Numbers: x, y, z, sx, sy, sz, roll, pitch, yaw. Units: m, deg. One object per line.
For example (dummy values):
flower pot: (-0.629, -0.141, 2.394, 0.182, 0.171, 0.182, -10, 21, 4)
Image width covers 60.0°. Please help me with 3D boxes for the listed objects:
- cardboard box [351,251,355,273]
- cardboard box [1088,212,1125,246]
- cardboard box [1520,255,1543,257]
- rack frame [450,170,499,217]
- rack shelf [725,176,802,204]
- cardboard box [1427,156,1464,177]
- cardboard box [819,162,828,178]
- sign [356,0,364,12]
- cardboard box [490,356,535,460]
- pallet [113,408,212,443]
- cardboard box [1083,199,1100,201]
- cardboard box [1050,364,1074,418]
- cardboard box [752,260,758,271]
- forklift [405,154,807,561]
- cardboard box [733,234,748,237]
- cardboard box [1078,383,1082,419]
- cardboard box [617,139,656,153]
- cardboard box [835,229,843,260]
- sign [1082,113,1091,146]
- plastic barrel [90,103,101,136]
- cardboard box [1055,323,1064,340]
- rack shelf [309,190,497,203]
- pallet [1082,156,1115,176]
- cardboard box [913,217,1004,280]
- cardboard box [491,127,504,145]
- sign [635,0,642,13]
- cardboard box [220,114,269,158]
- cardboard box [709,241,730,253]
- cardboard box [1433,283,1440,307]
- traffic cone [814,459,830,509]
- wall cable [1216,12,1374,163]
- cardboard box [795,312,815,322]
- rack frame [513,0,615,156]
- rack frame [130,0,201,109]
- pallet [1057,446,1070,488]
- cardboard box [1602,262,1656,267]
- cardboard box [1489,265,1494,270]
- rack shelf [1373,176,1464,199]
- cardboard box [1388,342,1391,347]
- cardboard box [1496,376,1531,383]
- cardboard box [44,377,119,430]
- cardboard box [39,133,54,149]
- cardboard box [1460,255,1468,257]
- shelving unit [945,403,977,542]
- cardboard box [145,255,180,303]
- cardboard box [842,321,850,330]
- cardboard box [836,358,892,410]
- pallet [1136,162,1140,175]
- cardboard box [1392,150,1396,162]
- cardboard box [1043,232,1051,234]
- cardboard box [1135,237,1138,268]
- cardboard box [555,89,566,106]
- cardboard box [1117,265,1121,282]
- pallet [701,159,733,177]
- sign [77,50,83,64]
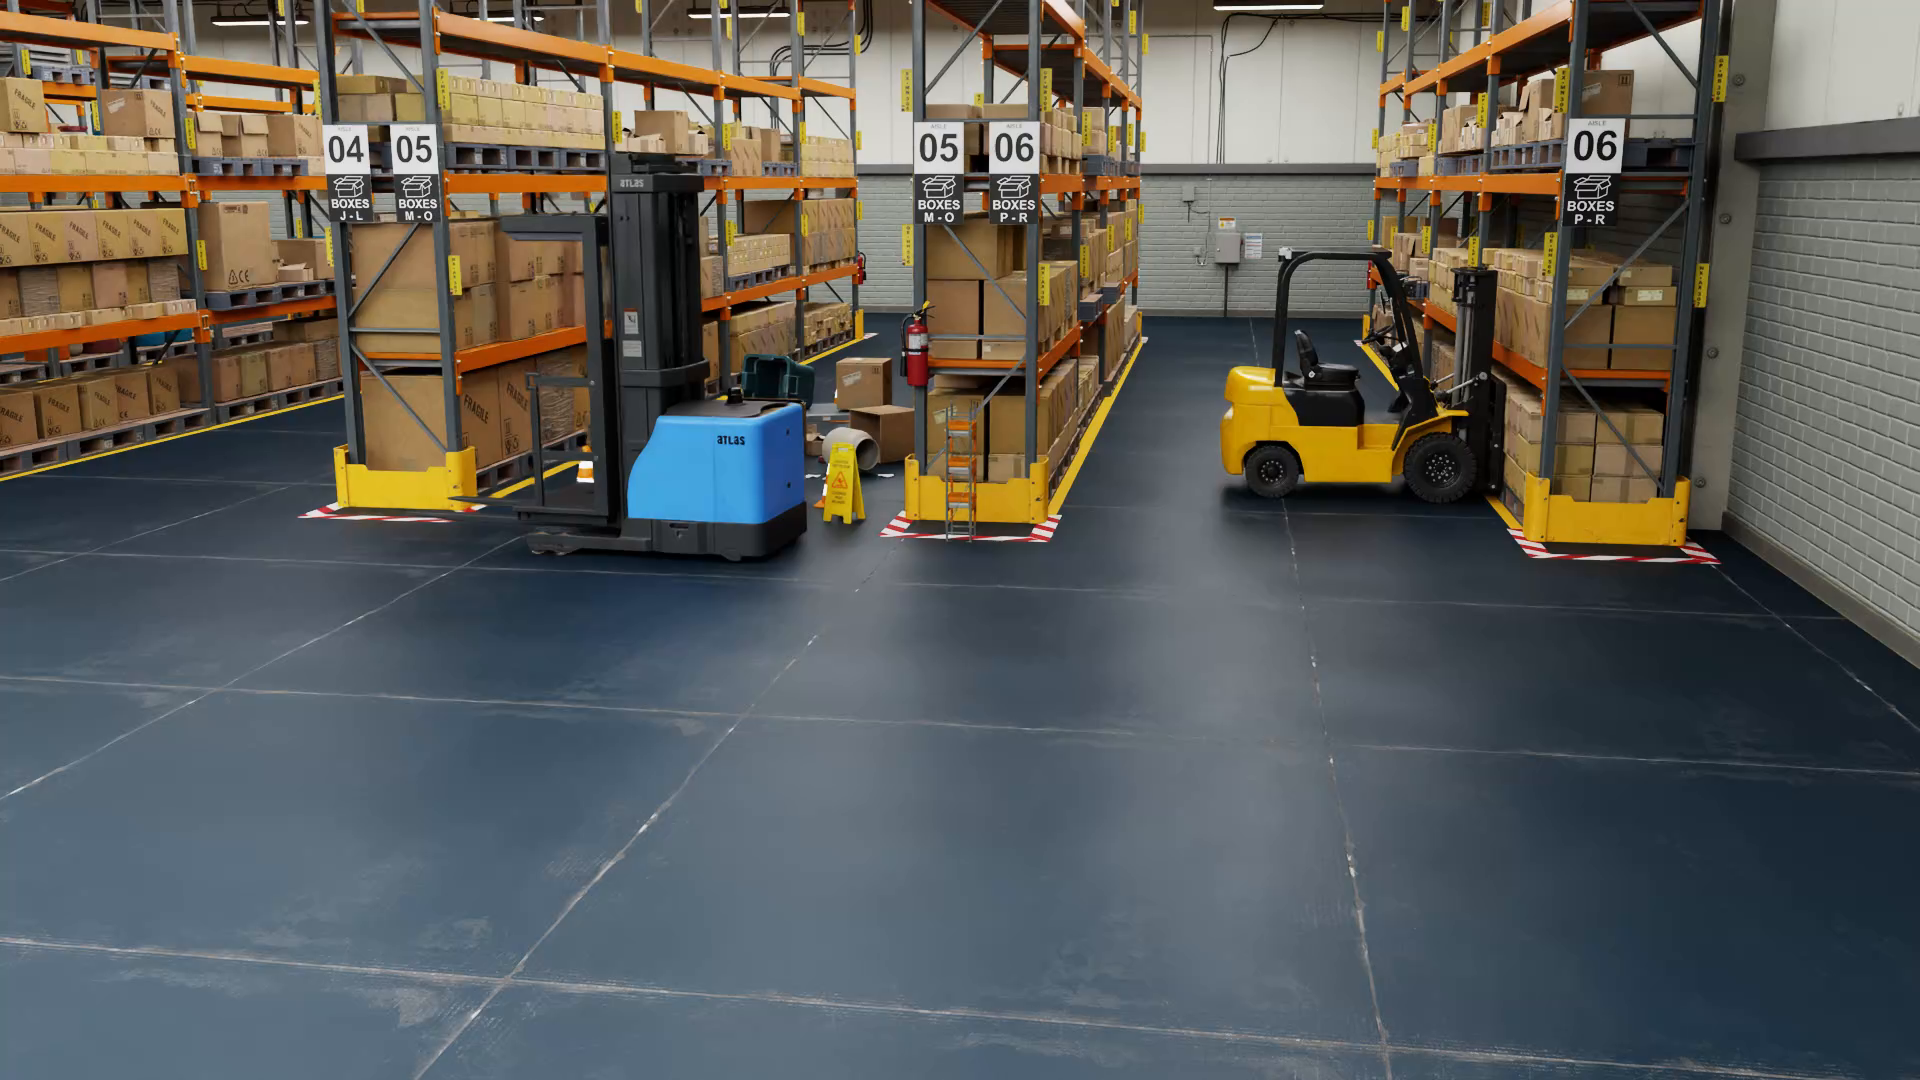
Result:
cardboard box: (-8.089, -3.765, 23.104, 0.500, 0.500, 0.500, 2, 12, 10)
cardboard box: (2.154, -4.571, 24.475, 0.500, 0.500, 0.500, 2, 12, 10)
cardboard box: (5.167, -2.441, 14.717, 0.380, 0.149, 0.250, 2, 12, 9)
rack frame: (-7.817, -4.456, 26.550, 1.000, 3.000, 0.127, 2, 12, 9)
rack shelf: (-3.239, -4.973, 23.535, 1.077, 0.370, 4.000, 2, 12, 9)
cardboard box: (6.104, -4.650, 20.686, 0.500, 0.250, 0.500, 1, 12, 7)
cardboard box: (-2.432, -5.967, 26.799, 0.500, 0.250, 0.500, 2, 12, 11)
sign: (-7.895, -7.036, 21.875, 0.100, 0.325, 0.005, 2, 12, 9)
cardboard box: (-4.605, -1.269, 15.810, 0.875, 0.875, 0.875, 2, 12, 8)
pallet: (-9.116, -1.287, 18.462, 1.003, 0.211, 1.213, 2, 12, 9)
cardboard box: (2.128, -5.538, 27.422, 0.380, 0.149, 0.250, 2, 12, 9)
cardboard box: (0.842, -1.460, 16.396, 0.500, 0.500, 0.500, 2, 12, 10)
cardboard box: (-3.077, -3.887, 23.508, 0.380, 0.149, 0.250, 2, 12, 9)
forklift: (-2.768, -1.421, 12.629, 3.031, 2.935, 1.130, 3, 13, 14)
cardboard box: (-3.447, -4.580, 25.315, 0.380, 0.149, 0.250, 3, 12, 12)
cardboard box: (0.823, -1.500, 18.072, 0.950, 0.372, 0.625, 2, 12, 9)
cardboard box: (-3.690, -4.490, 18.949, 0.380, 0.149, 0.250, 2, 12, 9)
cardboard box: (-2.284, -4.986, 28.068, 0.500, 0.500, 0.500, 2, 12, 9)
sign: (1.282, -4.173, 16.888, 0.100, 0.325, 0.005, 2, 12, 9)
plastic barrel: (-12.823, -6.173, 25.210, 0.600, 0.901, 0.708, 2, 12, 9)
cardboard box: (0.771, -1.951, 15.524, 0.380, 0.149, 0.250, 2, 12, 9)
rack shelf: (-8.125, -5.154, 24.378, 1.077, 0.370, 4.000, 2, 12, 9)
pallet: (1.101, -4.185, 18.619, 1.213, 0.211, 1.003, 2, 12, 9)
cardboard box: (-0.008, -2.433, 13.848, 0.700, 0.500, 0.500, 2, 12, 7)
cardboard box: (-4.292, -3.593, 14.787, 0.380, 0.149, 0.250, 2, 12, 9)
sign: (-4.085, -6.885, 21.176, 0.100, 0.325, 0.005, 2, 12, 9)
cardboard box: (-8.733, -4.804, 19.801, 0.797, 0.503, 0.637, 2, 12, 11)
cardboard box: (-3.284, -3.906, 22.184, 0.380, 0.149, 0.250, 2, 12, 9)
cardboard box: (5.873, -2.880, 19.593, 0.500, 0.250, 0.500, 2, 12, 7)
traffic cone: (-1.079, -0.528, 14.346, 0.336, 0.463, 0.334, 2, 12, 9)
wall cable: (6.676, -8.989, 33.254, 2.988, 3.039, 0.133, 2, 12, 9)
cardboard box: (-2.565, -3.606, 26.966, 0.380, 0.149, 0.250, 2, 12, 7)
rack frame: (-4.162, -5.542, 17.347, 1.000, 3.000, 0.127, 2, 12, 9)
rack frame: (-12.711, -7.549, 26.663, 1.000, 3.000, 0.127, 2, 12, 9)
pallet: (0.491, -0.711, 15.791, 1.003, 0.211, 1.213, 2, 12, 9)
cardboard box: (5.397, -2.160, 13.413, 0.380, 0.149, 0.250, 2, 12, 10)
cardboard box: (5.302, -2.564, 15.992, 0.380, 0.149, 0.250, 2, 12, 10)
rack shelf: (7.188, -5.506, 26.009, 1.077, 0.370, 4.000, 2, 12, 9)
cardboard box: (6.676, -2.912, 25.156, 0.380, 0.149, 0.250, 2, 12, 7)
cardboard box: (5.111, -1.359, 15.335, 0.500, 0.250, 0.500, 2, 12, 11)
cardboard box: (-9.247, -1.441, 17.495, 0.500, 0.500, 0.500, 1, 12, 4)
cardboard box: (-9.166, -3.919, 16.347, 0.380, 0.149, 0.250, 2, 12, 8)
cardboard box: (5.650, -3.021, 18.113, 0.380, 0.149, 0.250, 2, 12, 9)
shelving unit: (0.008, -0.524, 12.934, 0.215, 1.050, 0.252, 2, 12, 9)
cardboard box: (-9.178, -2.893, 18.355, 0.875, 0.500, 0.500, 2, 12, 9)
cardboard box: (-2.131, -3.745, 29.023, 0.380, 0.149, 0.250, 2, 12, 10)
cardboard box: (-1.019, -1.669, 17.755, 0.500, 0.500, 0.500, 2, 12, 9)
pallet: (2.486, -6.236, 27.899, 1.003, 0.211, 1.213, 2, 12, 9)
cardboard box: (6.776, -5.730, 24.993, 0.500, 0.250, 0.500, 1, 12, 7)
cardboard box: (0.829, -3.292, 19.210, 0.500, 0.500, 0.500, 1, 12, 7)
cardboard box: (2.777, -4.907, 28.408, 0.500, 0.500, 0.500, 2, 12, 9)
cardboard box: (-4.058, -4.299, 16.171, 0.380, 0.149, 0.250, 2, 12, 9)
cardboard box: (2.075, -3.854, 24.113, 0.500, 0.250, 0.500, 2, 12, 8)
pallet: (-3.594, -4.680, 20.917, 1.213, 0.211, 1.003, 2, 12, 11)
sign: (-16.445, -9.055, 31.056, 0.100, 0.325, 0.005, 2, 12, 9)
